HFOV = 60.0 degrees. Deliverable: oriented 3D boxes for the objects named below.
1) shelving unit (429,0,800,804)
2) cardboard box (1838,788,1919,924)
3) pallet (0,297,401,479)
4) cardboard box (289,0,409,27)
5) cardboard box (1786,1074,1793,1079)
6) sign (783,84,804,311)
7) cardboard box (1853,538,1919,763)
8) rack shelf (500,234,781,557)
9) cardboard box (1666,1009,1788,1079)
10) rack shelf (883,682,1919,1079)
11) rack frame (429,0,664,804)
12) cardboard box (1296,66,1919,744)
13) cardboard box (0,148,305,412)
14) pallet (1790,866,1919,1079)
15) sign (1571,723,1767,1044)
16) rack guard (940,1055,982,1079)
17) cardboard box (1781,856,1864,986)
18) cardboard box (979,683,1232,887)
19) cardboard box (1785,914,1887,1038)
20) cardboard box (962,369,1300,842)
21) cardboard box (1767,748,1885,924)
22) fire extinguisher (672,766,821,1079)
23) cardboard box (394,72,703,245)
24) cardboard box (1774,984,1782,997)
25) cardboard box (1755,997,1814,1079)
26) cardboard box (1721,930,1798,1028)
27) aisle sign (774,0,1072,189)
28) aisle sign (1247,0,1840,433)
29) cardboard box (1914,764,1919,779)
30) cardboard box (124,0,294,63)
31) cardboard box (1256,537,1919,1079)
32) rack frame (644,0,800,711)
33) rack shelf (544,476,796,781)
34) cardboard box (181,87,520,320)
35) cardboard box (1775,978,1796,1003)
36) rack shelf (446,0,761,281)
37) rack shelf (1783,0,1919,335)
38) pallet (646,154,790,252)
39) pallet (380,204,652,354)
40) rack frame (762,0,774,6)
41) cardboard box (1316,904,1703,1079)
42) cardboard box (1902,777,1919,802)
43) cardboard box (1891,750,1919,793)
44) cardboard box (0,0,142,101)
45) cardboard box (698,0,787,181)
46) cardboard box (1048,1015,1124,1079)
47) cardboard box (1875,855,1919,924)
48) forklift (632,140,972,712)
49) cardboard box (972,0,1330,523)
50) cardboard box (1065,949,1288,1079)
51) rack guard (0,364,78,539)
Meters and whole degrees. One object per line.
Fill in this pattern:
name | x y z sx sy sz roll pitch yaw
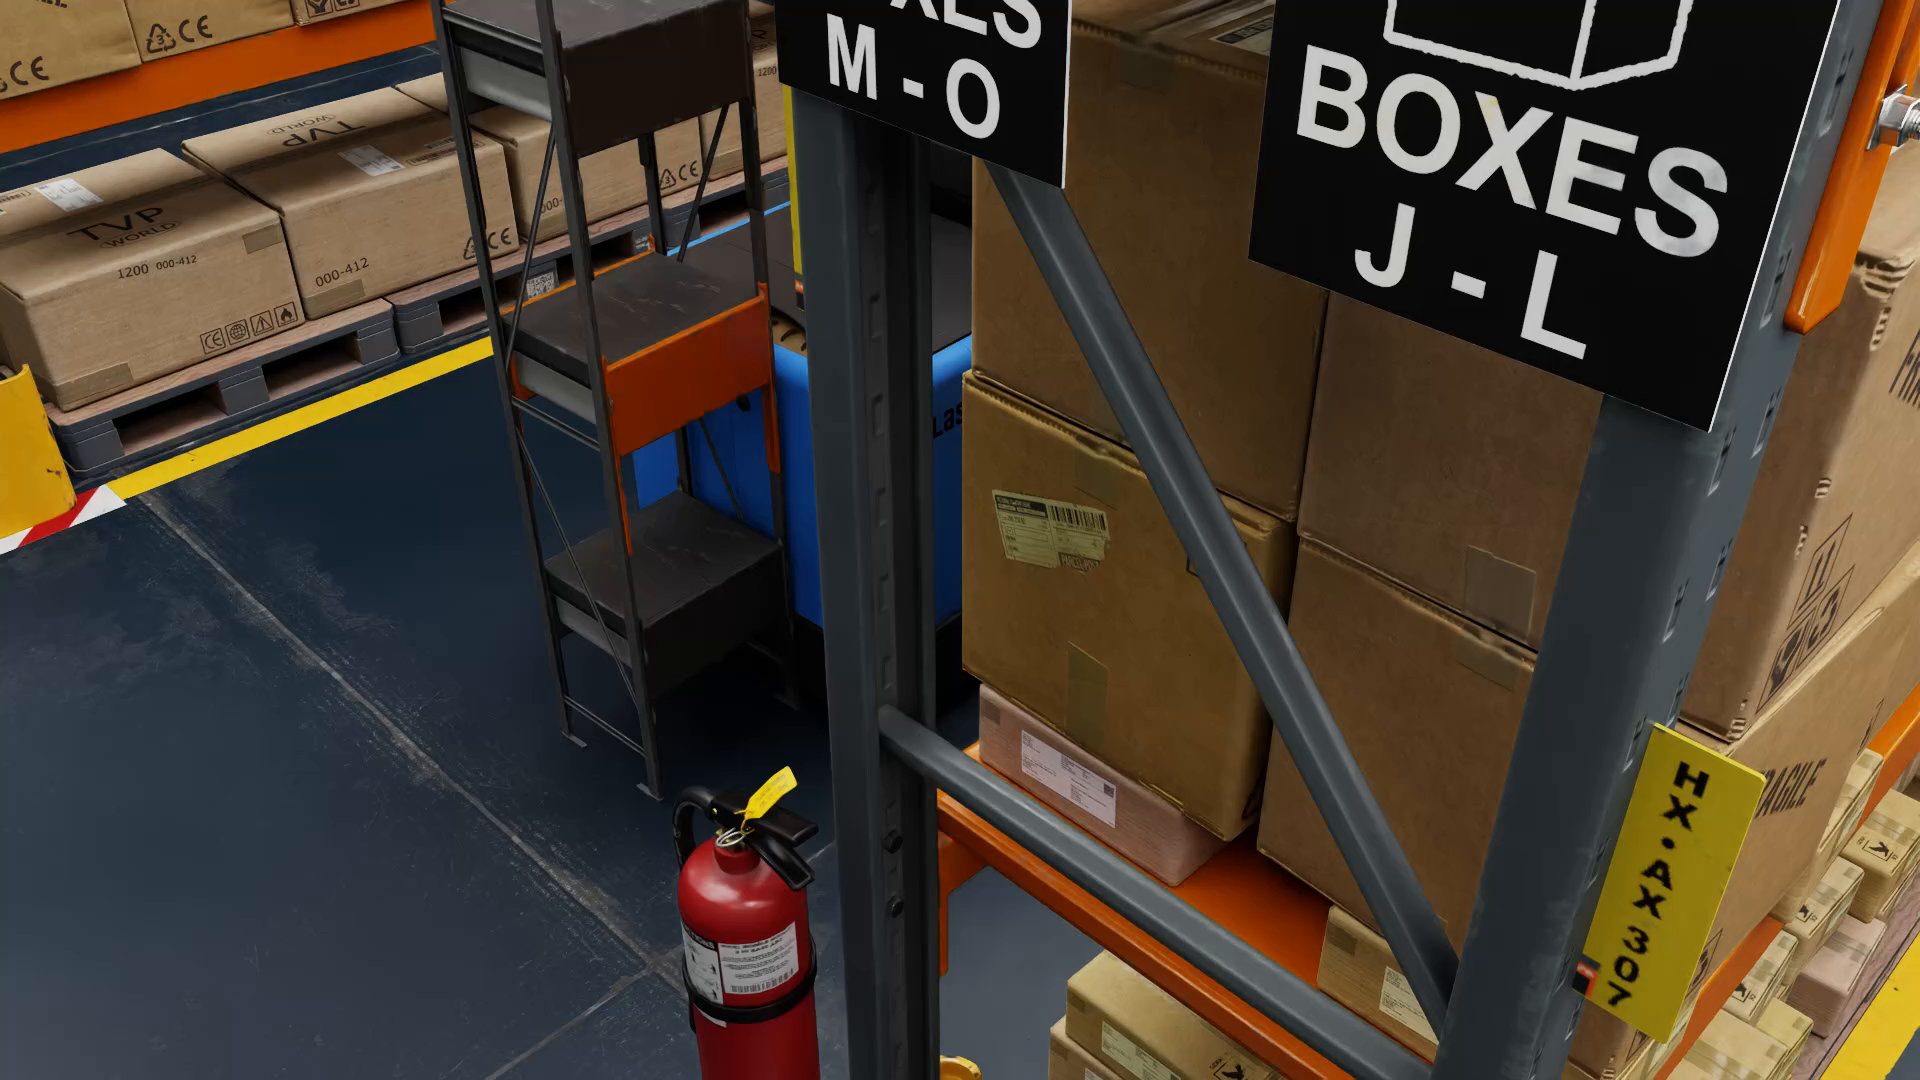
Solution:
shelving unit | -0.757 -0.365 3.938 0.431 2.100 0.503 27 43 33
cardboard box | 1.741 0.574 3.410 0.250 0.149 0.380 -29 44 -35
pallet | -2.859 -0.728 6.109 1.003 0.211 1.213 30 45 35
cardboard box | -2.117 -2.051 5.482 0.500 0.500 0.500 29 44 35
cardboard box | 1.368 1.050 3.248 0.250 0.149 0.380 -29 44 -35
sign | -0.162 -0.398 1.910 0.100 0.325 0.005 30 45 35
cardboard box | 1.089 -0.023 2.313 0.500 0.500 0.500 30 45 35
rack shelf | -0.757 -0.354 3.946 0.431 0.518 0.480 27 43 33
cardboard box | 1.205 0.905 2.935 0.380 0.149 0.250 29 44 35
rack shelf | 1.627 -0.078 3.369 1.077 0.370 4.000 30 45 35
rack frame | -0.918 -0.260 3.787 0.400 2.100 0.015 27 43 33
cardboard box | 0.722 -0.210 1.707 0.500 0.500 0.500 29 44 35
cardboard box | -2.972 -0.945 5.855 0.875 0.438 0.875 28 44 34
pallet | 1.728 0.743 4.000 1.003 0.211 1.213 30 45 35
sign | 0.603 0.302 1.438 0.100 0.325 0.005 30 45 35
rack guard | 0.271 1.433 2.758 1.175 0.500 0.348 30 45 35
cardboard box | 1.523 0.662 3.283 0.250 0.149 0.380 -28 44 -34
cardboard box | 0.247 0.295 2.424 0.380 0.149 0.250 30 45 35
cardboard box | 1.718 0.842 3.546 0.380 0.149 0.250 27 43 33
cardboard box | 0.352 -0.010 2.295 0.500 0.500 0.500 -29 44 -35
cardboard box | 1.056 0.335 2.367 0.380 0.149 0.250 28 44 34
fire extinguisher | -0.287 0.540 2.248 0.296 0.674 0.183 30 45 35
cardboard box | -1.697 -1.685 6.917 0.875 0.438 0.875 28 44 34
cardboard box | 1.489 0.775 3.382 0.380 0.149 0.250 27 43 33
cardboard box | 1.369 0.921 3.173 0.250 0.149 0.380 -28 44 -34
cardboard box | 1.321 0.771 3.127 0.380 0.149 0.250 27 43 33
aisle sign | -0.047 -0.719 1.386 0.394 0.787 0.004 30 45 35
aisle sign | 0.379 -0.477 1.039 0.394 0.787 0.004 30 45 35
cardboard box | 2.103 0.376 3.693 0.380 0.149 0.250 28 44 34
cardboard box | -2.488 -1.852 5.196 0.500 0.500 0.500 29 44 35
cardboard box | 0.730 0.205 1.987 0.500 0.500 0.500 -28 43 -34
rack frame | -0.596 -0.470 4.088 0.400 2.100 0.015 27 43 33
rack shelf | -0.757 0.220 4.346 0.431 0.518 0.480 27 43 33
cardboard box | -2.333 -1.320 6.393 0.875 0.438 0.875 -29 44 -34
cardboard box | 1.480 0.908 3.451 0.380 0.149 0.250 30 45 35
rack shelf | -0.757 -0.928 3.545 0.431 0.518 0.480 27 43 33
rack shelf | 1.627 -1.308 2.511 1.077 0.370 4.000 30 45 35
pallet | -1.139 -1.718 7.529 1.003 0.211 1.213 30 45 35
pallet | -1.999 -1.220 6.816 1.003 0.211 1.213 30 45 35
rack frame | -0.548 -3.139 7.129 1.000 3.000 0.127 30 45 35
cardboard box | 0.678 0.542 2.070 0.380 0.149 0.250 29 44 35
cardboard box | 2.066 0.451 3.846 0.380 0.149 0.250 27 43 33
cardboard box | 1.850 0.433 3.612 0.380 0.149 0.250 30 45 35
cardboard box | -2.824 -1.635 4.885 0.500 0.500 0.500 29 44 35
cardboard box | -1.067 -2.049 7.438 0.875 0.438 0.875 29 44 35
cardboard box | 0.387 0.984 3.081 0.380 0.149 0.250 28 44 34
cardboard box | 1.894 0.719 3.722 0.380 0.149 0.250 30 45 35
forklift | 0.412 -1.469 4.795 1.130 2.935 3.031 27 43 33
cardboard box | 0.363 -0.420 2.009 0.500 0.500 0.500 29 44 34
cardboard box | 0.411 0.875 2.979 0.250 0.149 0.380 -29 44 -35
rack guard | -3.383 -0.480 5.502 1.175 0.500 0.348 30 45 35
